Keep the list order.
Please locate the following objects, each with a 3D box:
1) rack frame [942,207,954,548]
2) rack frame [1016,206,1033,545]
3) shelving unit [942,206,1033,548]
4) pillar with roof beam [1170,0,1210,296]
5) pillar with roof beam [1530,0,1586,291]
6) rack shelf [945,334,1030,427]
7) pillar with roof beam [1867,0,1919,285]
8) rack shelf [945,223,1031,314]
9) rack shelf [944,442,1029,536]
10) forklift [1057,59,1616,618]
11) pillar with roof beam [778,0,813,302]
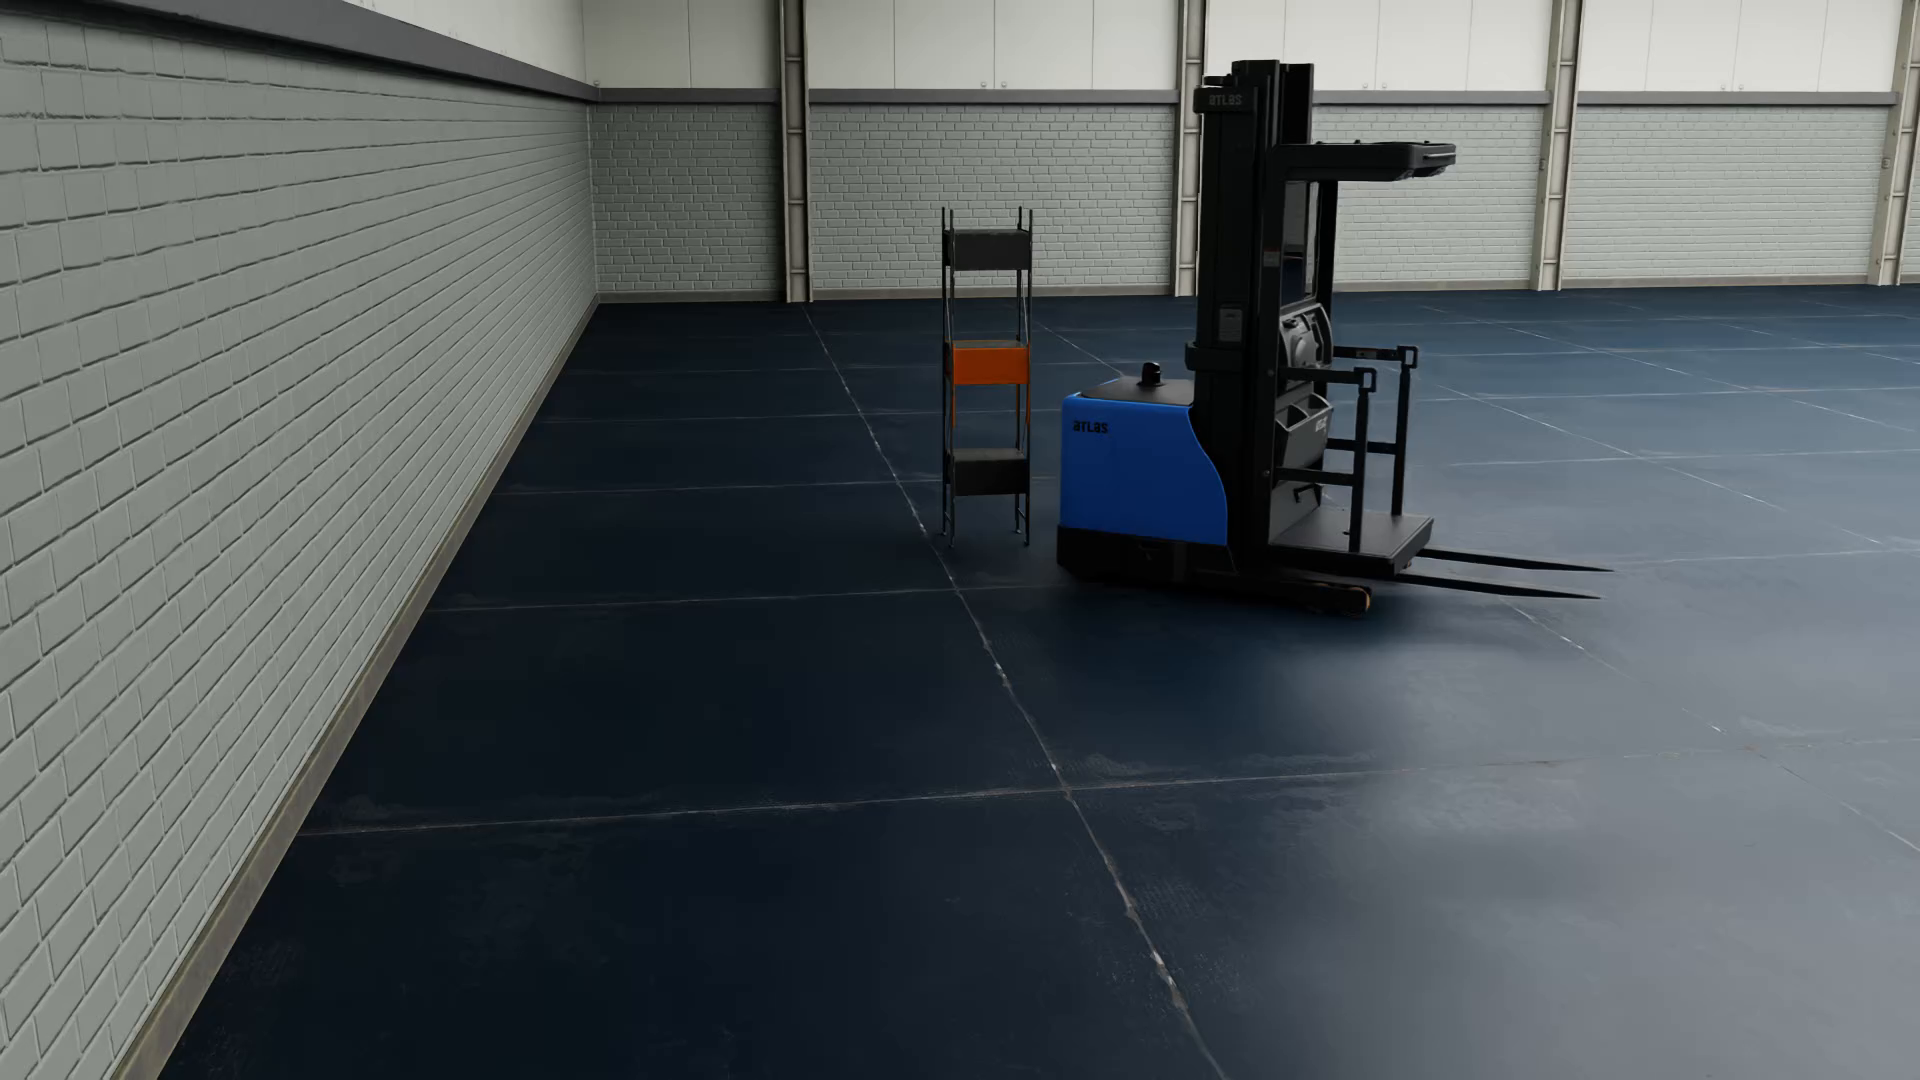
[{"bbox_3d":[-0.078,-1.016,10.455,0.015,2.100,0.400,-2,14,-8],"label":"rack frame"},{"bbox_3d":[0.405,-1.033,10.526,0.015,2.100,0.400,-2,14,-8],"label":"rack frame"},{"bbox_3d":[0.164,-1.024,10.490,0.503,2.100,0.431,-2,14,-8],"label":"shelving unit"},{"bbox_3d":[4.147,-7.154,20.750,0.400,9.000,9.100,-2,14,-8],"label":"pillar with roof beam"},{"bbox_3d":[10.080,-7.372,21.617,0.400,9.000,9.100,-2,14,-8],"label":"pillar with roof beam"},{"bbox_3d":[0.164,-1.011,10.494,0.480,0.518,0.431,-2,14,-8],"label":"rack shelf"},{"bbox_3d":[16.013,-7.589,22.484,0.400,9.000,9.100,-2,14,-8],"label":"pillar with roof beam"},{"bbox_3d":[0.164,-1.690,10.323,0.480,0.518,0.431,-2,14,-8],"label":"rack shelf"},{"bbox_3d":[0.164,-0.332,10.664,0.480,0.518,0.431,-2,14,-8],"label":"rack shelf"},{"bbox_3d":[2.124,-1.147,9.271,3.031,2.935,1.130,7,16,26],"label":"forklift"},{"bbox_3d":[-1.786,-6.937,19.883,0.400,9.000,9.100,-2,14,-8],"label":"pillar with roof beam"}]
